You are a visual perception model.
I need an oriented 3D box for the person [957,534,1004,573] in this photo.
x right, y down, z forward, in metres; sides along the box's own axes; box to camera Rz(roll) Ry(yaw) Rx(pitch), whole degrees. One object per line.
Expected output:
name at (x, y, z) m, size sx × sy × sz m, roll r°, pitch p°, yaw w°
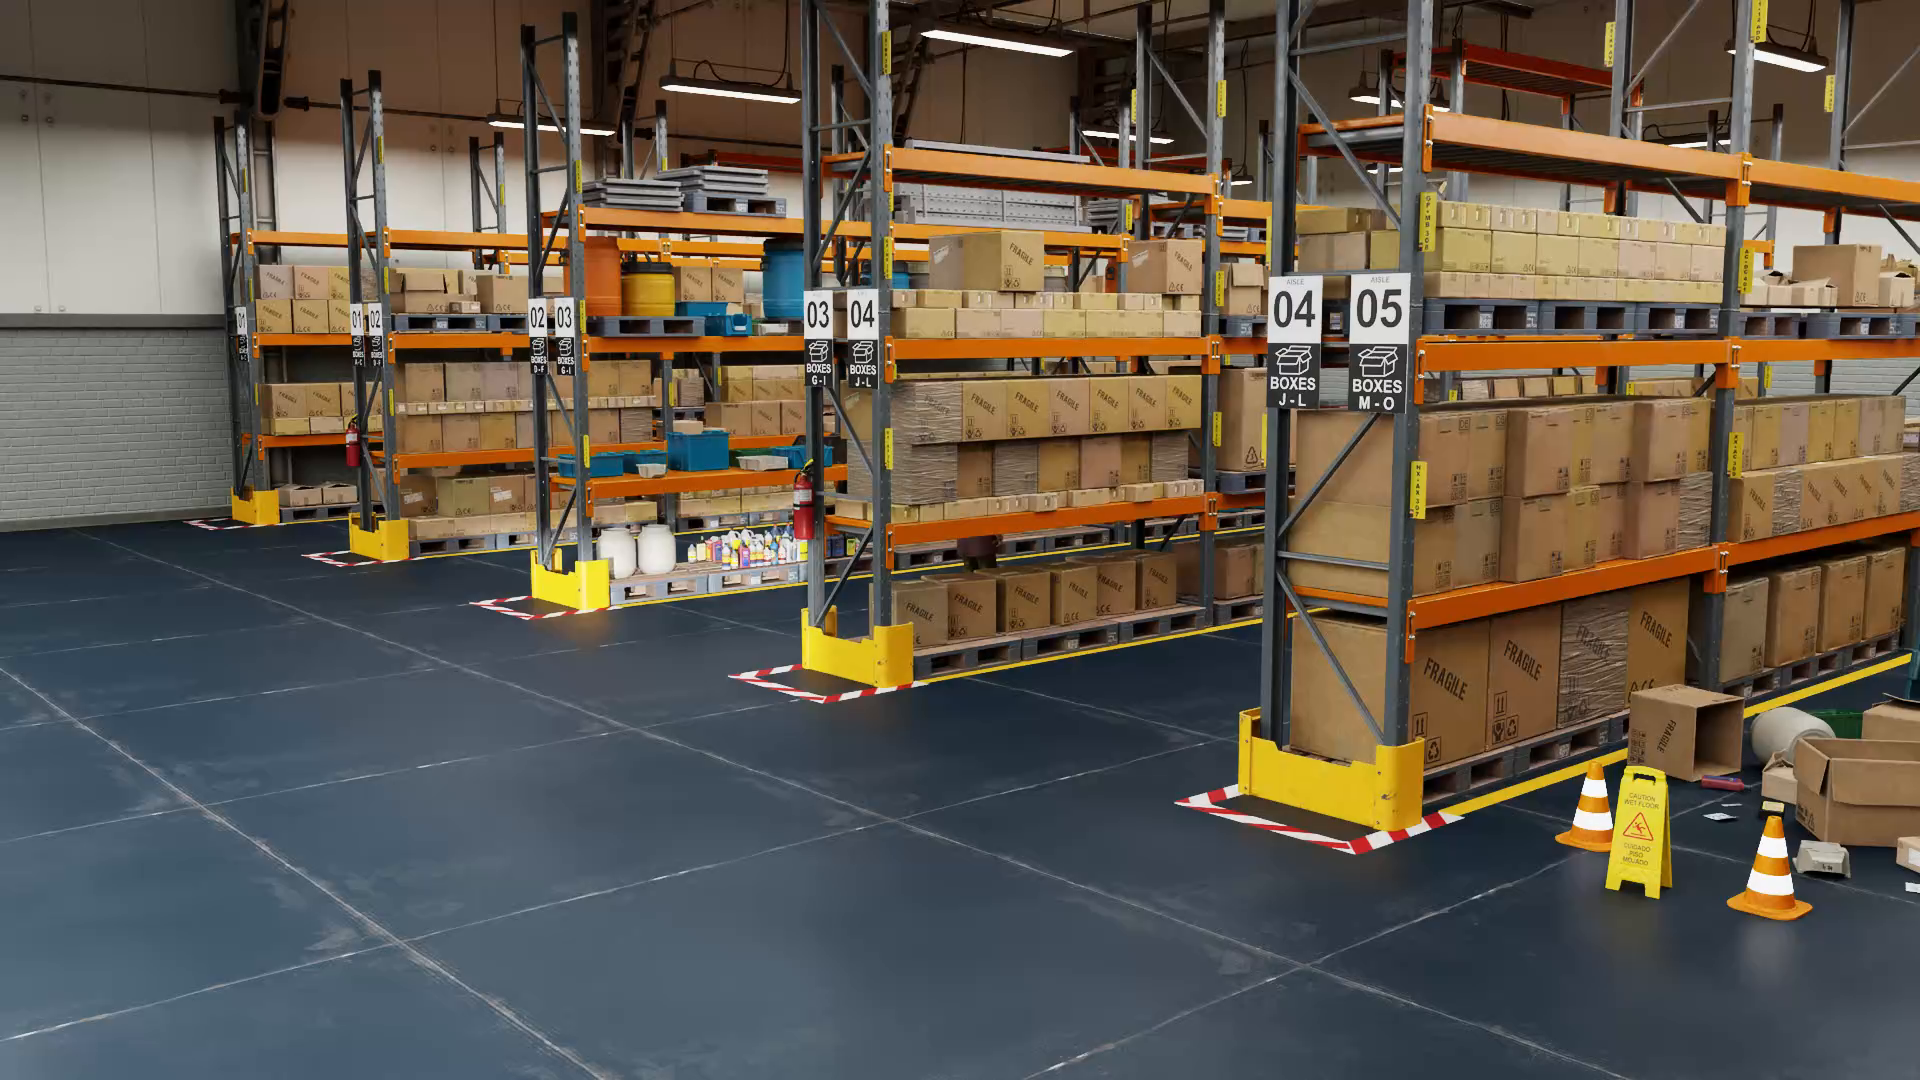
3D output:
person at (0.168, -0.088, 16.525) m, size 0.419 × 1.775 × 0.655 m, roll -7°, pitch 10°, yaw -43°
